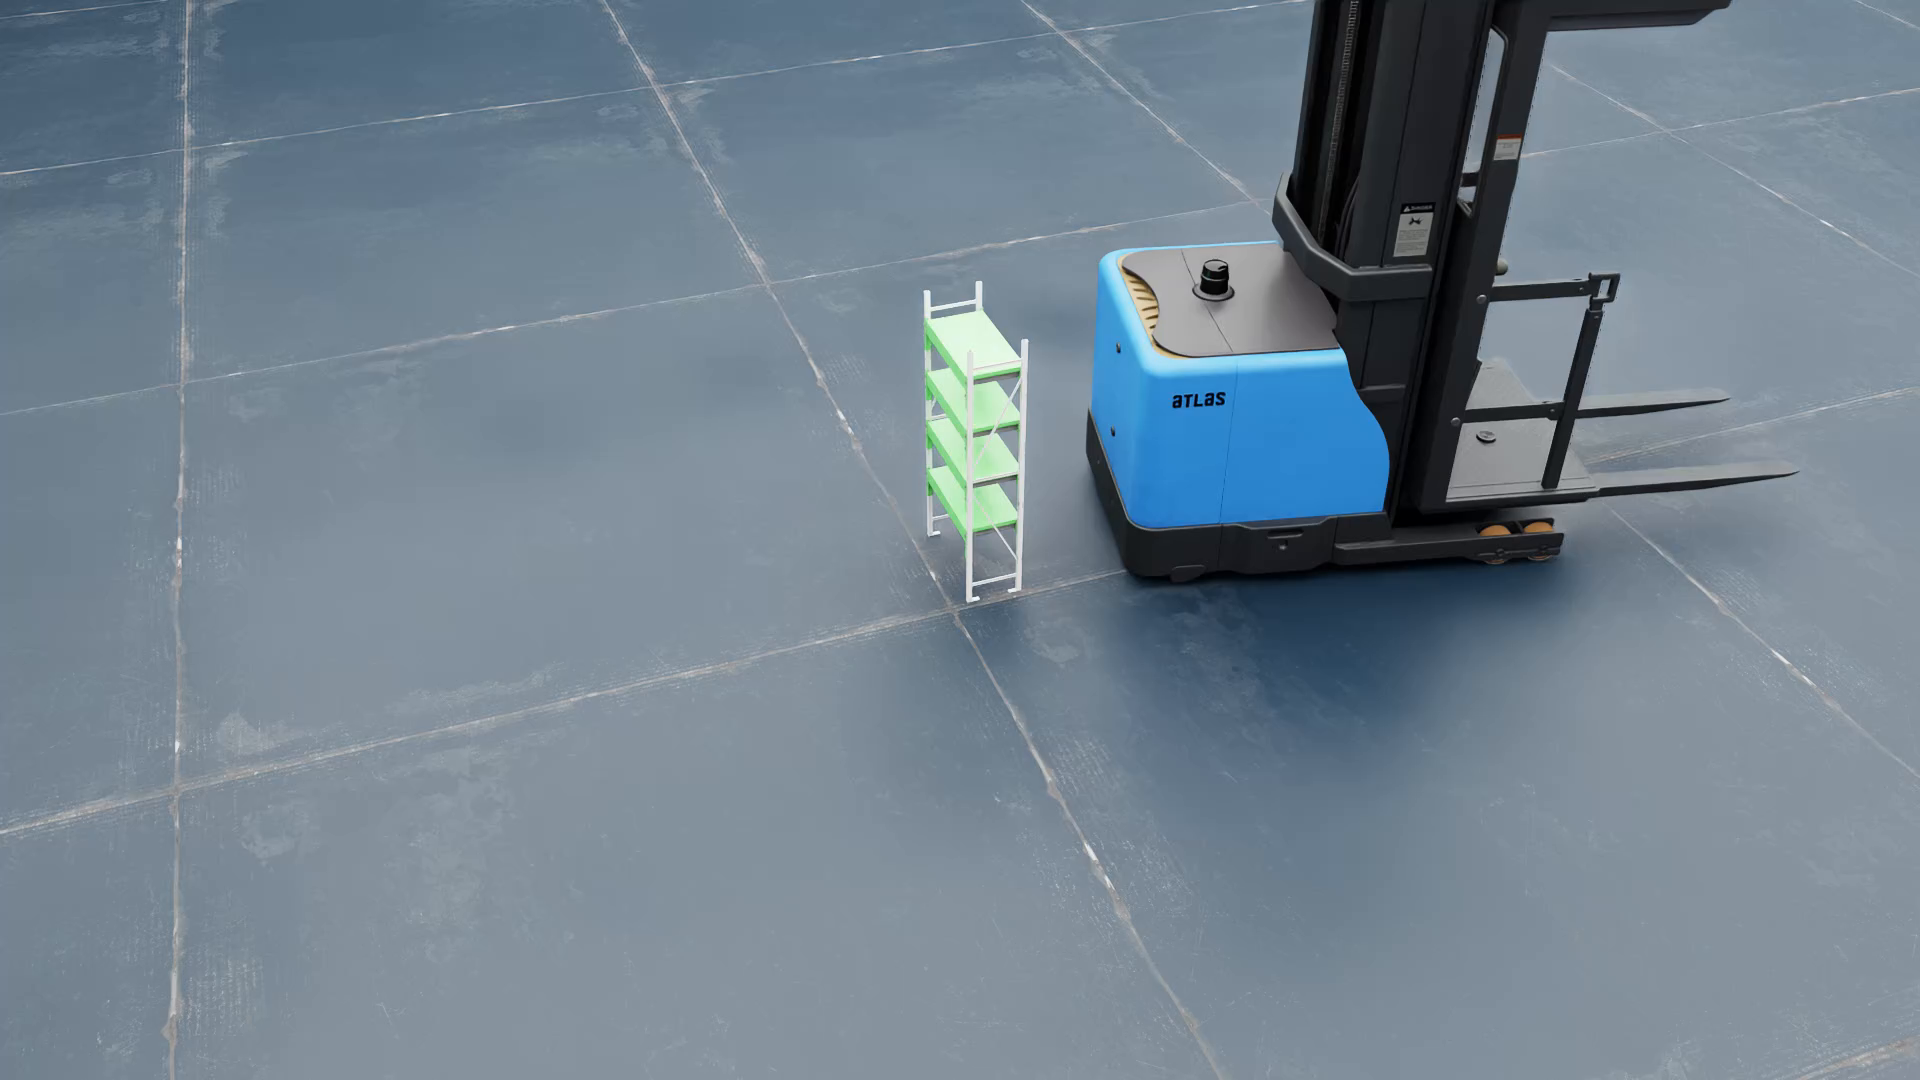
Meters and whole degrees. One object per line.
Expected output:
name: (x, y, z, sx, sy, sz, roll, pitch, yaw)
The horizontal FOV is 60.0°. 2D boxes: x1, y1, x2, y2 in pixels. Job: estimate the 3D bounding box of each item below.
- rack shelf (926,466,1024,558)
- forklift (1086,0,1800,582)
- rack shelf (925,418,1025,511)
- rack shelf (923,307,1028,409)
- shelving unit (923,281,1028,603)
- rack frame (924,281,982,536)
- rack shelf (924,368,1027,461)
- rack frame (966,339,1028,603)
rack shelf: (0.057, -0.143, 6.948, 0.258, 0.148, 0.480, -12, 39, -16)
forklift: (2.136, -1.380, 6.645, 3.031, 2.935, 1.130, -4, 37, -6)
rack shelf: (0.057, -0.335, 6.803, 0.258, 0.148, 0.480, -12, 39, -16)
rack shelf: (0.057, -0.718, 6.515, 0.258, 0.148, 0.480, -12, 39, -16)
shelving unit: (0.057, -0.386, 6.765, 0.258, 1.200, 0.503, -12, 39, -16)
rack frame: (-0.027, -0.524, 6.948, 0.240, 1.200, 0.015, -12, 39, -16)
rack shelf: (0.057, -0.526, 6.659, 0.258, 0.148, 0.480, -12, 39, -16)
rack frame: (0.141, -0.248, 6.582, 0.240, 1.200, 0.015, -12, 39, -16)
